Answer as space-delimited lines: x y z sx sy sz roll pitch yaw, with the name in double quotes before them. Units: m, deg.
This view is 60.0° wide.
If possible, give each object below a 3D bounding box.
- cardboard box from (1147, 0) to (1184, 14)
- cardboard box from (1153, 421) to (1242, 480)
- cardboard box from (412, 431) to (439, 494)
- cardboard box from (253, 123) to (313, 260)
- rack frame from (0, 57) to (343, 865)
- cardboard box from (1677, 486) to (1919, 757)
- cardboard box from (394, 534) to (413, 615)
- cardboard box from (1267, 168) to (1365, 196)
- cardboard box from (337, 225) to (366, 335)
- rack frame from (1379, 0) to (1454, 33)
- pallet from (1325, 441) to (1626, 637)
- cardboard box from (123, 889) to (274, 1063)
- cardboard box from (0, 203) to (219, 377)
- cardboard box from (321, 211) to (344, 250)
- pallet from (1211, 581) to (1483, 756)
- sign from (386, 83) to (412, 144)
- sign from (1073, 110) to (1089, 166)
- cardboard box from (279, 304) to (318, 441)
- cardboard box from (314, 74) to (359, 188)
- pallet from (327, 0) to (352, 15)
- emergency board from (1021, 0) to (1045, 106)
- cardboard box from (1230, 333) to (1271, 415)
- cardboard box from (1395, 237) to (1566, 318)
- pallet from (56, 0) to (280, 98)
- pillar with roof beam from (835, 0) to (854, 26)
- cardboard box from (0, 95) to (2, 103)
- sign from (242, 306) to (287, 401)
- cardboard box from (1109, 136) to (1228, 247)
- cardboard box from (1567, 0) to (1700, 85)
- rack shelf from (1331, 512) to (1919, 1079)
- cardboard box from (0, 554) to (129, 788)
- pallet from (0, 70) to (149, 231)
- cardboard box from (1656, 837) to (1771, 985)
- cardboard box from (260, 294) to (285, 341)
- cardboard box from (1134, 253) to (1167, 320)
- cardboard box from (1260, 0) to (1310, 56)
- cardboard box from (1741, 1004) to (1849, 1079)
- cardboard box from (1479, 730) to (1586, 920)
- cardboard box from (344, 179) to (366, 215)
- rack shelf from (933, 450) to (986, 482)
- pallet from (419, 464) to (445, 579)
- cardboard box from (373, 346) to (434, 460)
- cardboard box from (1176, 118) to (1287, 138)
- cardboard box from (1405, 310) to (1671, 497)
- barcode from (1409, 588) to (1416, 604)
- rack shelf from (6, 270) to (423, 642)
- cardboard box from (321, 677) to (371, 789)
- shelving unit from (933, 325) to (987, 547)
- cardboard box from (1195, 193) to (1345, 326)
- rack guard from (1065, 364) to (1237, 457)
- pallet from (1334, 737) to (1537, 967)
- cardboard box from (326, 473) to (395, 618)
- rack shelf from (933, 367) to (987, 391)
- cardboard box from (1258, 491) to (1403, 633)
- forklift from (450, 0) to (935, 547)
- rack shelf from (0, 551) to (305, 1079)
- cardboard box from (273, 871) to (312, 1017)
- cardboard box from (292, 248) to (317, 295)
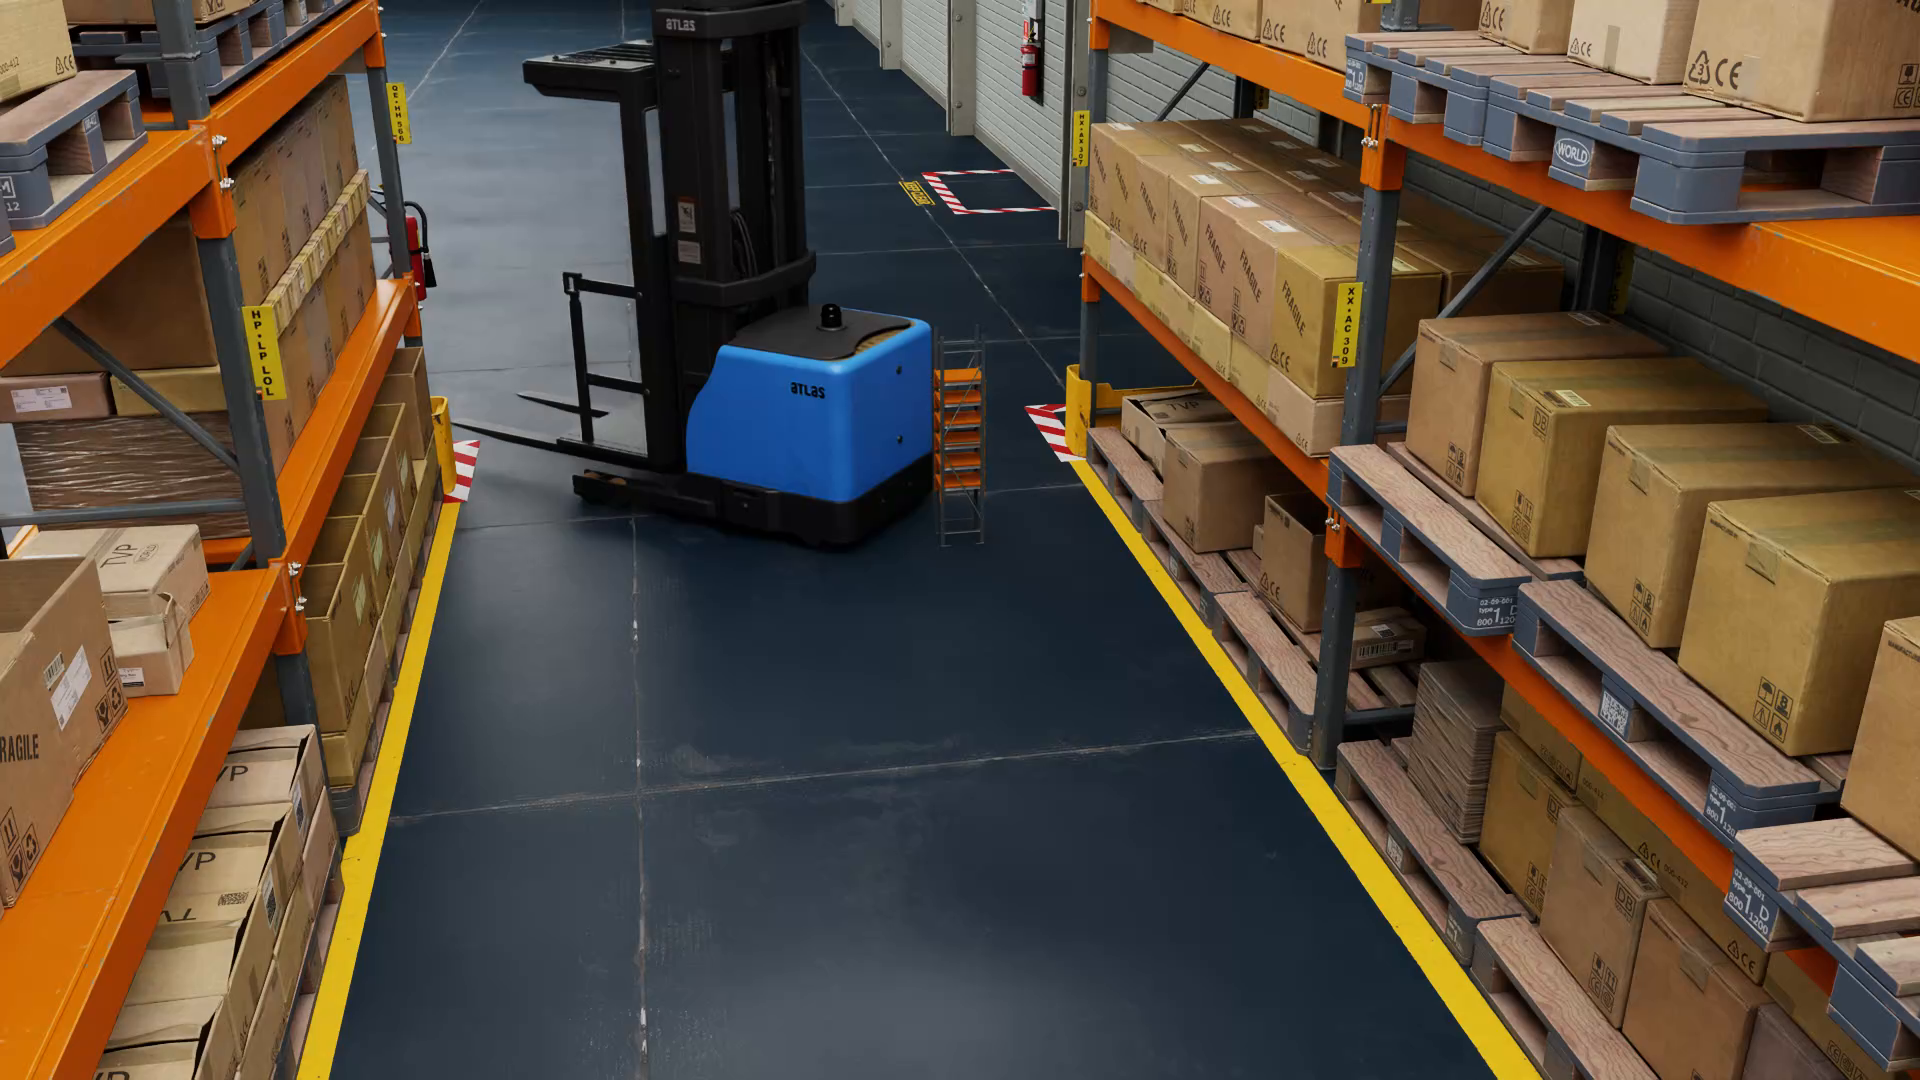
"cardboard box" 1.236 -2.891 8.224 0.500 0.500 0.500 -3 24 -7
"cardboard box" 1.401 -0.496 9.447 0.500 0.311 0.500 -2 24 -5
"cardboard box" -3.222 -0.405 9.340 0.500 0.250 0.500 -4 24 -10
"cardboard box" -3.239 -1.495 7.179 0.700 0.500 0.500 -4 24 -10
"rack frame" -2.872 -0.088 5.704 1.000 3.000 0.127 -4 24 -10
"cardboard box" 2.386 0.197 4.376 0.700 0.500 0.500 -4 24 -10
"cardboard box" -2.933 0.184 7.991 0.500 0.250 0.500 -4 24 -10
"cardboard box" 1.828 -1.544 8.263 0.500 0.500 0.500 -4 24 -9
"cardboard box" -3.436 -1.316 8.391 0.700 0.500 0.500 -4 24 -8
"rack frame" 1.996 -3.205 5.346 1.000 3.000 0.127 -4 24 -10
"pallet" 1.994 -0.057 5.872 1.003 0.211 1.213 -4 24 -10
"cardboard box" -2.323 1.261 4.824 0.500 0.311 0.500 -4 24 -10
"cardboard box" -2.960 -0.902 5.823 0.700 0.500 0.500 -4 24 -9
"cardboard box" -3.163 -1.462 7.915 0.380 0.149 0.250 -4 24 -8
"pallet" 1.837 0.560 7.704 1.003 0.211 1.213 -4 24 -10
"sign" -3.076 -2.335 9.107 0.100 0.325 0.005 -4 24 -10
"sign" 0.723 -2.386 9.884 0.100 0.325 0.005 -4 24 -10
"cardboard box" -3.153 -0.713 7.009 0.700 0.500 0.500 -4 24 -9
"cardboard box" -3.528 -2.096 8.556 0.700 0.500 0.500 -4 24 -10
"pallet" -3.506 -2.715 8.082 1.003 0.211 1.213 -4 24 -10
"emergency board" 0.706 -5.153 17.301 0.194 1.169 0.643 -4 24 -10
"cardboard box" 1.526 -0.757 7.398 0.500 0.250 0.500 -4 24 -10
"cardboard box" 2.114 -0.941 6.881 0.500 0.500 0.500 -5 24 -11
"pallet" -3.055 -1.756 5.885 1.003 0.211 1.213 -4 24 -10
"pillar with roof beam" -6.433 -13.689 29.350 9.100 9.000 0.400 -4 24 -10
"cardboard box" -2.663 -1.127 3.999 0.500 0.250 0.500 -7 24 -15
"sign" -2.341 -0.626 5.589 0.100 0.325 0.005 -4 24 -10
"cardboard box" 1.130 -1.908 9.097 0.500 0.500 0.500 -4 24 -10
"cardboard box" 2.132 -1.519 4.819 0.500 0.311 0.500 -4 24 -8
"rack shelf" 2.365 0.660 4.889 1.077 0.370 4.000 -4 24 -10
"cardboard box" -2.649 0.377 4.515 0.500 0.500 0.500 -3 24 -6
"pallet" -2.696 -1.029 4.350 0.805 0.209 1.217 -5 24 -12
"cardboard box" 2.407 1.007 4.832 0.500 0.250 0.500 -4 24 -10
"cardboard box" -2.877 -0.854 6.523 0.380 0.149 0.250 -5 24 -10
"cardboard box" 1.232 -1.350 8.757 0.500 0.250 0.500 -5 24 -11
"cardboard box" 1.578 -2.266 6.793 0.500 0.500 0.500 -6 24 -14
"cardboard box" 2.570 1.571 4.480 0.700 0.500 0.500 -4 24 -10
"cardboard box" 2.293 0.976 5.842 0.700 0.500 0.500 -5 24 -11
"cardboard box" -3.304 -1.765 8.609 0.380 0.149 0.250 -4 24 -8
"rack shelf" -0.003 -0.405 9.089 0.258 0.103 0.180 -4 24 -10
"pallet" -3.429 -0.086 9.183 1.003 0.211 1.213 -4 24 -10
"cardboard box" -3.220 -0.749 9.190 0.500 0.500 0.500 -4 24 -10
"cardboard box" 1.552 -2.144 9.636 0.500 0.500 0.500 -5 24 -10
"cardboard box" 2.056 -0.501 5.974 0.700 0.500 0.500 -4 24 -10
"barcode" 2.133 0.260 7.831 0.001 0.075 0.075 -4 24 -10
"rack shelf" -3.242 -0.545 7.649 1.077 0.370 4.000 -4 24 -10
"cardboard box" -2.660 0.775 6.639 0.500 0.250 0.500 -4 24 -10
"shelving unit" -0.003 -0.556 9.023 0.258 1.200 0.189 -4 24 -10
"cardboard box" 1.424 -1.298 7.700 0.500 0.500 0.500 -5 24 -11
"rack guard" 1.270 -0.854 10.581 1.175 0.500 0.348 -4 24 -10
"pallet" 2.141 1.128 6.404 1.003 0.211 1.213 -4 24 -10
"cardboard box" -2.835 0.037 7.391 0.500 0.500 0.500 -4 24 -10
"rack shelf" -0.003 -0.845 8.897 0.258 0.103 0.180 -4 24 -10
"cardboard box" 1.764 0.082 7.887 0.500 0.500 0.500 -6 24 -14
"forklift" -1.693 -1.710 9.504 3.031 2.935 1.130 12 26 25
"rack shelf" -2.502 1.028 4.047 1.077 0.370 4.000 -4 24 -10
"cardboard box" -2.419 1.320 5.390 0.500 0.250 0.500 -5 24 -11
"cardboard box" -3.021 -1.160 7.223 0.380 0.149 0.250 -4 24 -10
